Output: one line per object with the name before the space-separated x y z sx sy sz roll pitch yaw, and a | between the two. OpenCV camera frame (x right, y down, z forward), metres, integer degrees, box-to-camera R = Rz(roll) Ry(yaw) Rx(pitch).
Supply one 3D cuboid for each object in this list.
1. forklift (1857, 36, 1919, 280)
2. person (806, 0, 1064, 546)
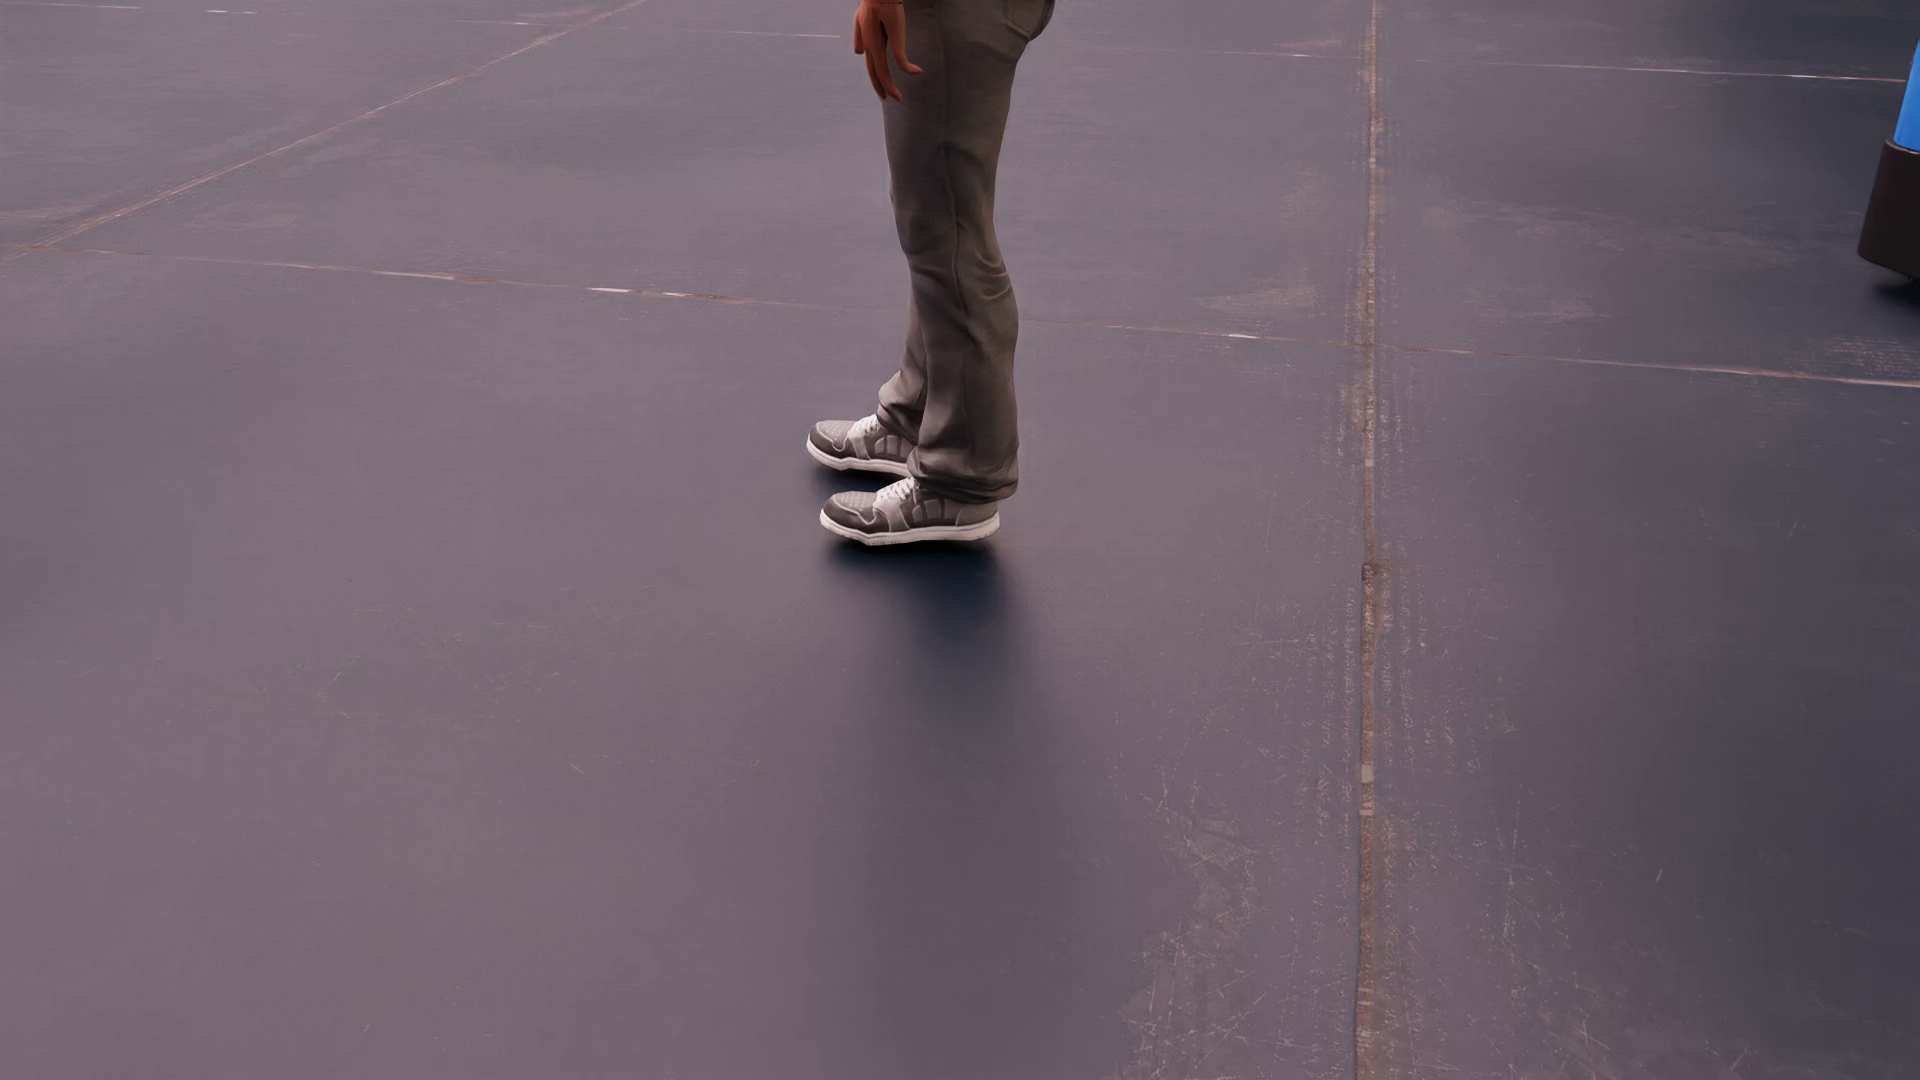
forklift | 3.486 -1.858 2.930 3.031 2.935 1.130 -8 28 -16
person | -0.070 -0.733 2.164 0.473 1.599 0.521 6 27 11
